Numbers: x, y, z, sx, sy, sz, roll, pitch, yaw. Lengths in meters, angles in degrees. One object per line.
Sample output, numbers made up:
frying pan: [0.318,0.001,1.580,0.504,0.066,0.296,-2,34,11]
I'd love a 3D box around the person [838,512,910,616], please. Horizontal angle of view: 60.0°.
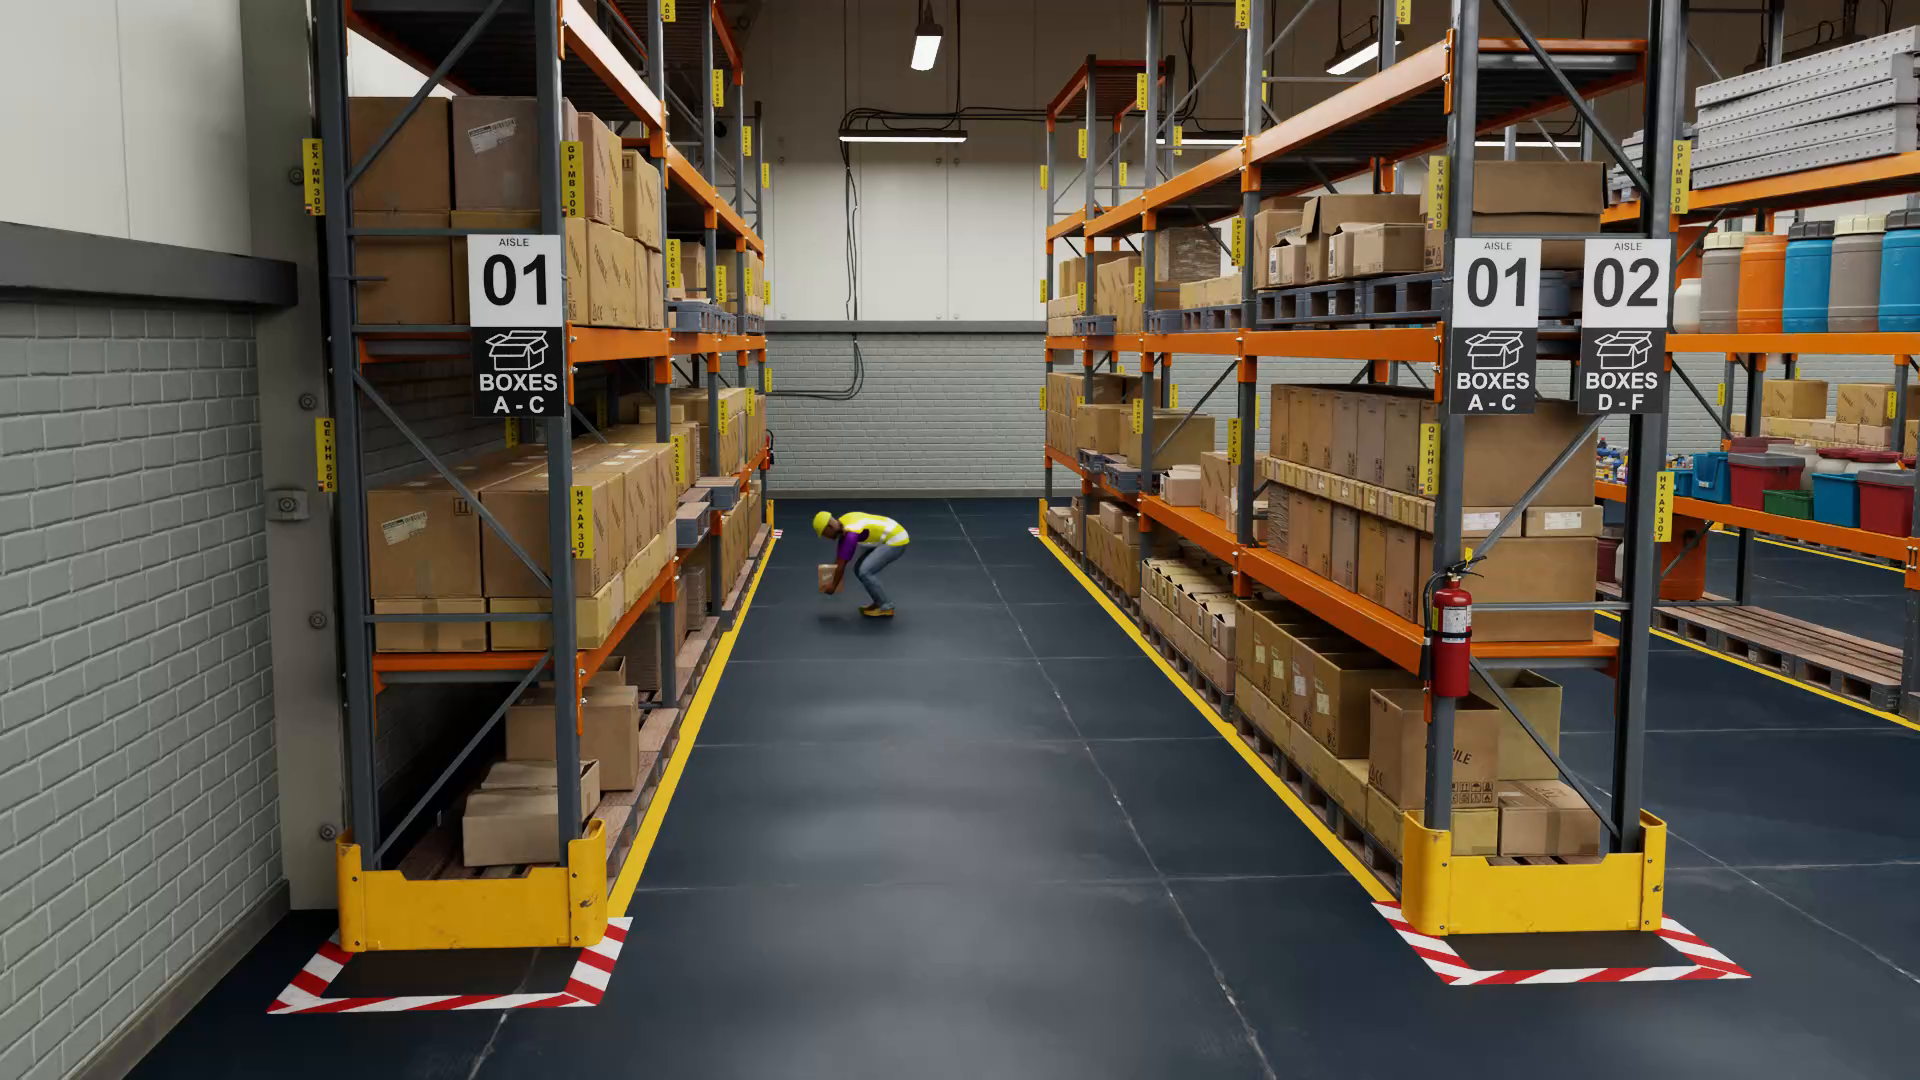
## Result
person: [8.104,-0.361,12.637,17.629,3.195,10.447,-1,7,-6]
